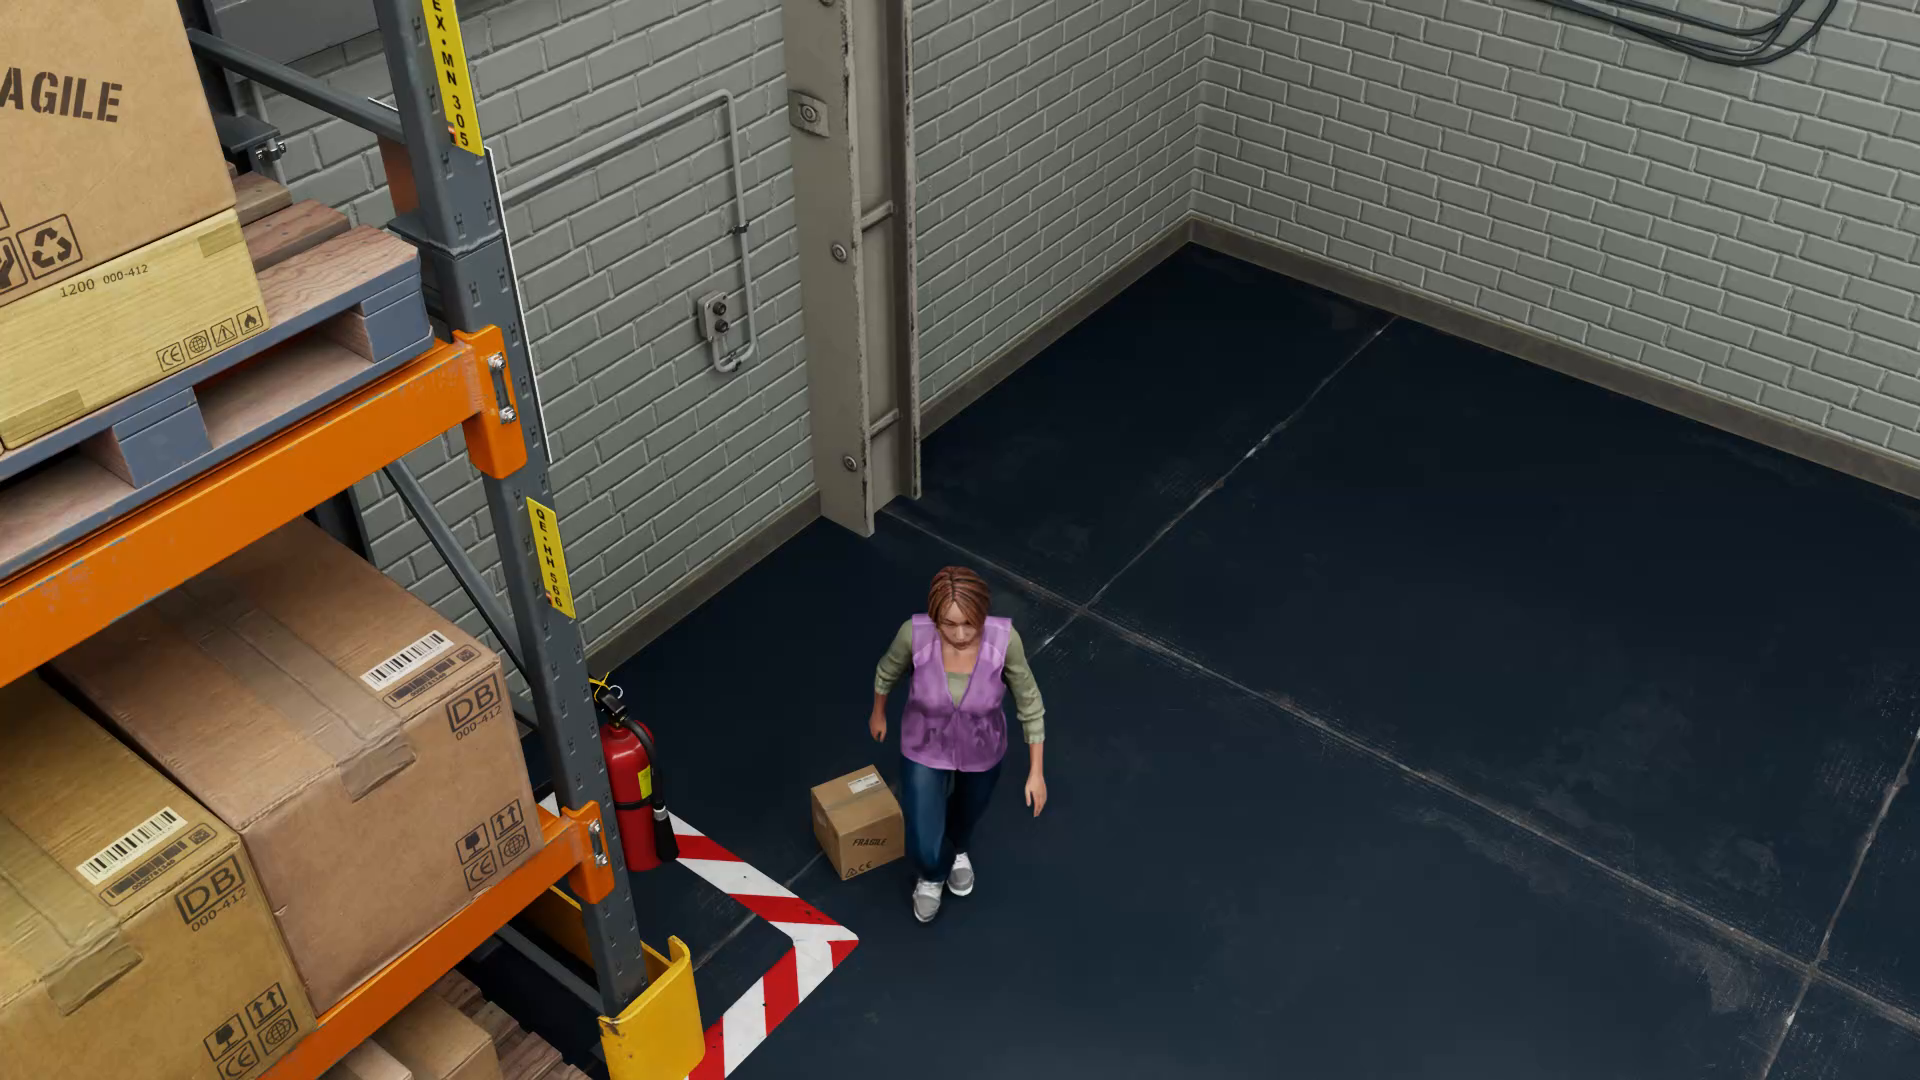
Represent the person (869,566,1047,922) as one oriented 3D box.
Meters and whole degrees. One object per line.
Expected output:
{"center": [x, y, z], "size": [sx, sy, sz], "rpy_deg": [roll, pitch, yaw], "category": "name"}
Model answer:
{"center": [-0.012, 0.661, 5.364], "size": [0.540, 1.569, 0.568], "rpy_deg": [-5, 40, -6], "category": "person"}
